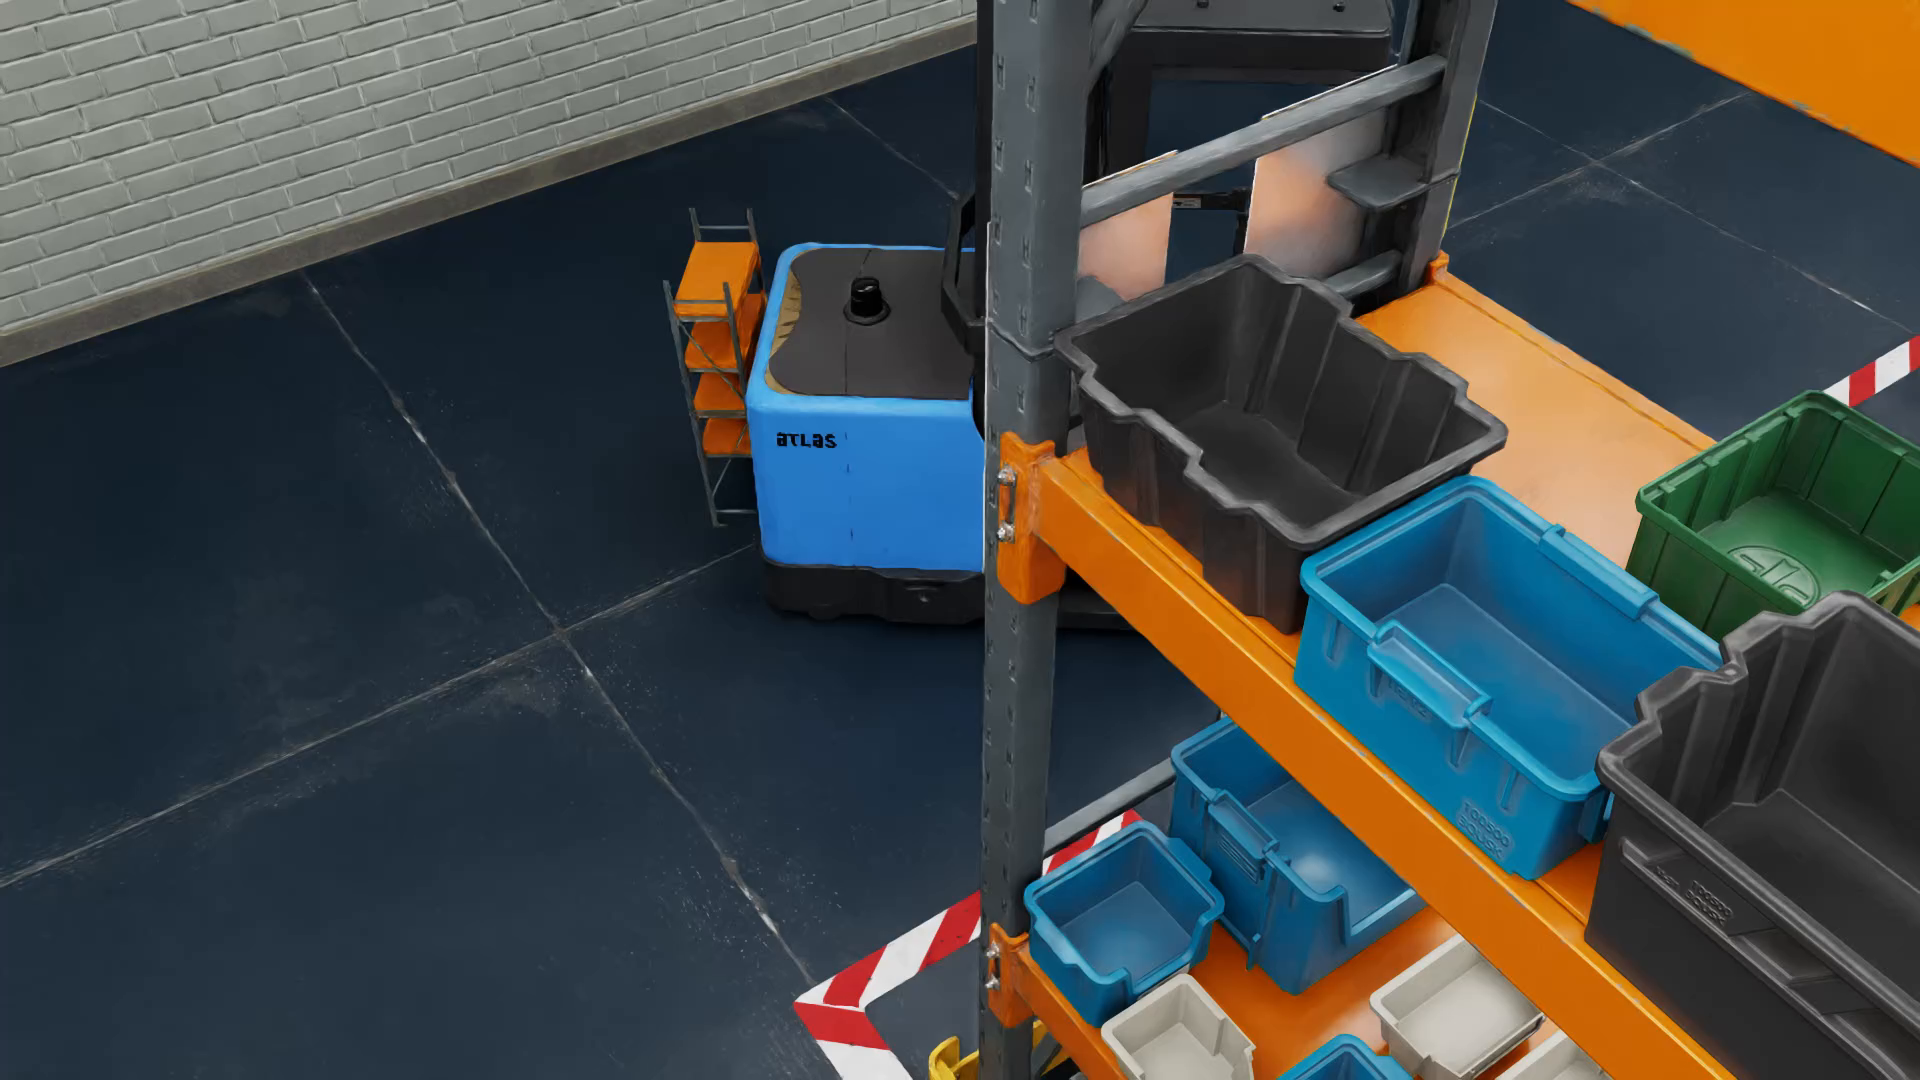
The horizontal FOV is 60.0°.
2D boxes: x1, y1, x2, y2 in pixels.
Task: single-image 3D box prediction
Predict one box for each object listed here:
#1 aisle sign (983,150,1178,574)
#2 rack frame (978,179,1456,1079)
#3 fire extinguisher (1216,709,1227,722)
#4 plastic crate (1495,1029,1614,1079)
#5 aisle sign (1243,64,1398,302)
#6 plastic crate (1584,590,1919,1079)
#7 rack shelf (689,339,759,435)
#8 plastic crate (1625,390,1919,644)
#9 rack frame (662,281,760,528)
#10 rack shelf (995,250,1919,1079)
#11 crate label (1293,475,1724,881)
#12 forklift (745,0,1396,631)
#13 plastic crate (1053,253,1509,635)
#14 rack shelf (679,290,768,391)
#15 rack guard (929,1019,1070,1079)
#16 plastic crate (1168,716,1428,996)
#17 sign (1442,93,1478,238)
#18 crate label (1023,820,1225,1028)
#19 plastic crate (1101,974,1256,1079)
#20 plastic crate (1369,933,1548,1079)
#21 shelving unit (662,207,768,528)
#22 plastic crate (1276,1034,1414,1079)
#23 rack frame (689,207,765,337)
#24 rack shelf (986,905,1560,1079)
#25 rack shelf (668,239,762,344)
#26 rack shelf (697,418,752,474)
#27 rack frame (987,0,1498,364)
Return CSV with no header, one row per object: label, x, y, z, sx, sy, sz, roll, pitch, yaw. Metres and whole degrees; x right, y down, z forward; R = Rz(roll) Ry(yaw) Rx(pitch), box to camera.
aisle sign,0.206,-0.298,3.007,0.394,0.787,0.004,-26,49,-24
rack frame,0.491,0.566,3.985,1.000,3.000,0.127,-26,49,-24
fire extinguisher,0.777,0.464,4.418,0.296,0.674,0.183,-26,49,-24
plastic crate,1.260,1.200,3.469,0.396,0.136,0.243,-26,49,-24
aisle sign,0.690,-0.531,3.251,0.394,0.787,0.004,-26,49,-24
plastic crate,1.139,0.477,1.951,0.504,0.338,0.767,-26,49,-24
rack shelf,-0.897,-0.611,6.609,0.258,0.148,0.480,1,44,5
plastic crate,1.289,0.003,2.555,0.450,0.188,0.336,-26,49,-24
rack frame,-0.920,-0.492,6.386,0.240,1.200,0.015,1,44,5
rack shelf,1.635,0.874,2.011,1.077,0.370,4.000,-26,49,-24
crate label,0.754,0.185,2.320,0.408,0.251,0.502,-26,49,-24
forklift,0.777,-1.044,5.721,3.031,2.935,1.130,2,44,2
plastic crate,0.482,-0.144,2.651,0.497,0.269,0.590,-26,49,-24
rack shelf,-0.908,-0.773,6.455,0.258,0.148,0.480,1,44,5
rack guard,0.466,1.461,4.857,1.175,0.500,0.348,-26,49,-24
plastic crate,0.836,0.647,3.831,0.616,0.435,0.499,-26,49,-24
sign,0.933,-0.708,3.223,0.100,0.325,0.005,-26,49,-24
crate label,0.362,0.875,3.739,0.416,0.233,0.303,-26,49,-24
plastic crate,0.478,1.124,3.548,0.250,0.136,0.298,-26,49,-24
plastic crate,1.106,1.030,3.647,0.396,0.136,0.243,-26,49,-24
shelving unit,-0.900,-0.659,6.562,0.258,1.200,0.503,1,44,5
plastic crate,0.739,1.247,3.349,0.416,0.233,0.300,-26,49,-24
rack frame,-0.880,-0.827,6.738,0.240,1.200,0.015,1,44,5
rack shelf,1.635,1.959,3.047,1.077,0.370,4.000,-26,49,-24
rack shelf,-0.920,-0.945,6.293,0.258,0.148,0.480,1,44,5
rack shelf,-0.886,-0.467,6.745,0.258,0.148,0.480,1,44,5
rack frame,0.491,-1.604,1.914,1.000,3.000,0.127,-26,49,-24
